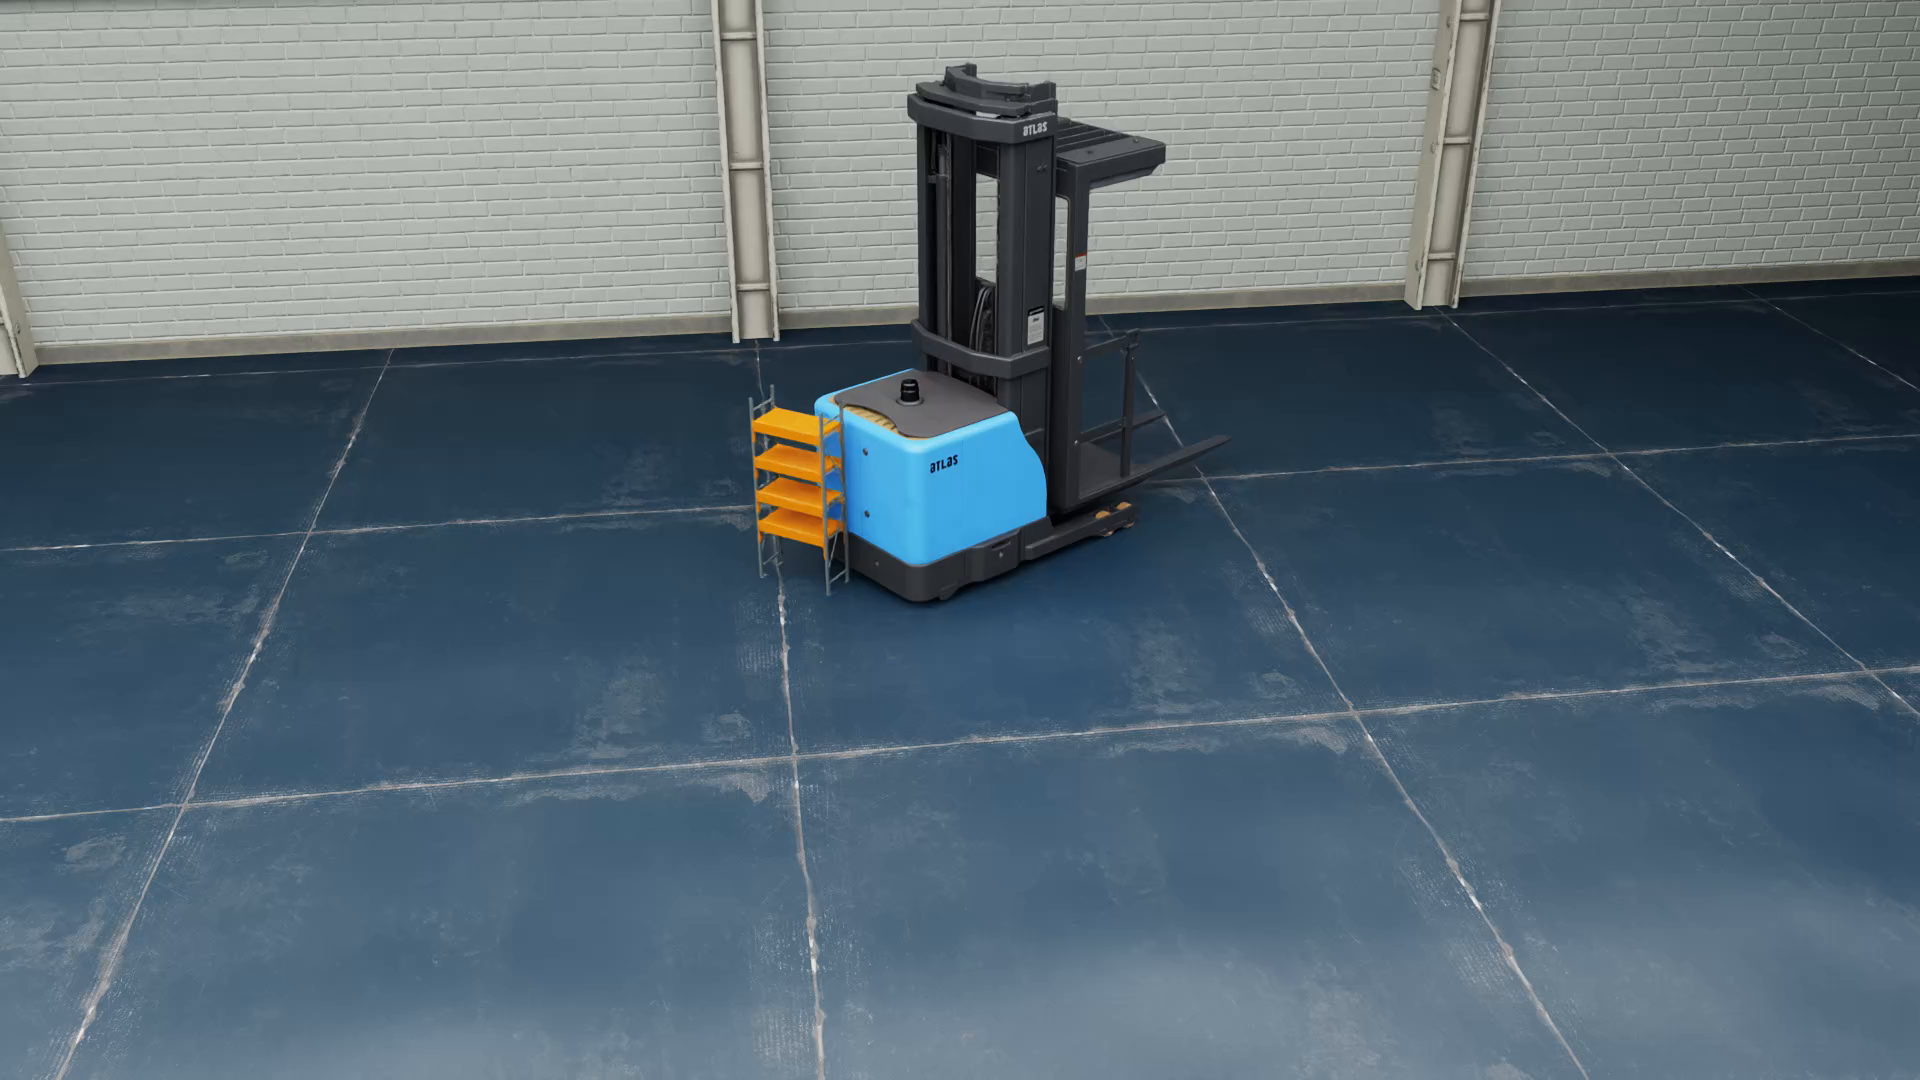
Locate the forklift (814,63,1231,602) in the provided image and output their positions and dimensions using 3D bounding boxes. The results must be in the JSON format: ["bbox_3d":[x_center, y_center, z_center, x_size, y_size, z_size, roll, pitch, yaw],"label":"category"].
[{"bbox_3d":[0.544,-1.487,10.437,3.031,2.935,1.130,-22,34,-36],"label":"forklift"}]

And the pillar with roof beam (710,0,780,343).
[{"bbox_3d":[-1.135,-3.796,8.291,0.400,9.000,9.100,-4,27,-7],"label":"pillar with roof beam"}]

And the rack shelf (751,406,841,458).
[{"bbox_3d":[-0.960,-0.641,9.823,0.480,0.148,0.258,14,30,25],"label":"rack shelf"}]

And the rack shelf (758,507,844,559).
[{"bbox_3d":[-0.959,-0.054,10.123,0.480,0.148,0.258,14,30,25],"label":"rack shelf"}]

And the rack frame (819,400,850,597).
[{"bbox_3d":[-0.745,-0.238,9.898,0.015,1.200,0.240,14,30,25],"label":"rack frame"}]

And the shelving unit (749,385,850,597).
[{"bbox_3d":[-0.959,-0.291,10.002,0.503,1.200,0.258,14,30,25],"label":"shelving unit"}]

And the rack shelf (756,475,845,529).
[{"bbox_3d":[-0.959,-0.231,10.033,0.480,0.148,0.258,14,30,25],"label":"rack shelf"}]

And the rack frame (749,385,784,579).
[{"bbox_3d":[-1.173,-0.344,10.107,0.015,1.200,0.240,14,30,25],"label":"rack frame"}]

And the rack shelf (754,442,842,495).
[{"bbox_3d":[-0.959,-0.430,9.931,0.480,0.148,0.258,14,30,25],"label":"rack shelf"}]

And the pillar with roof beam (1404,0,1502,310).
[{"bbox_3d":[4.807,-4.178,9.035,0.400,9.000,9.100,-4,27,-7],"label":"pillar with roof beam"}]

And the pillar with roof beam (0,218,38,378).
[{"bbox_3d":[-7.076,-3.415,7.548,0.400,9.000,9.100,-4,27,-7],"label":"pillar with roof beam"}]
